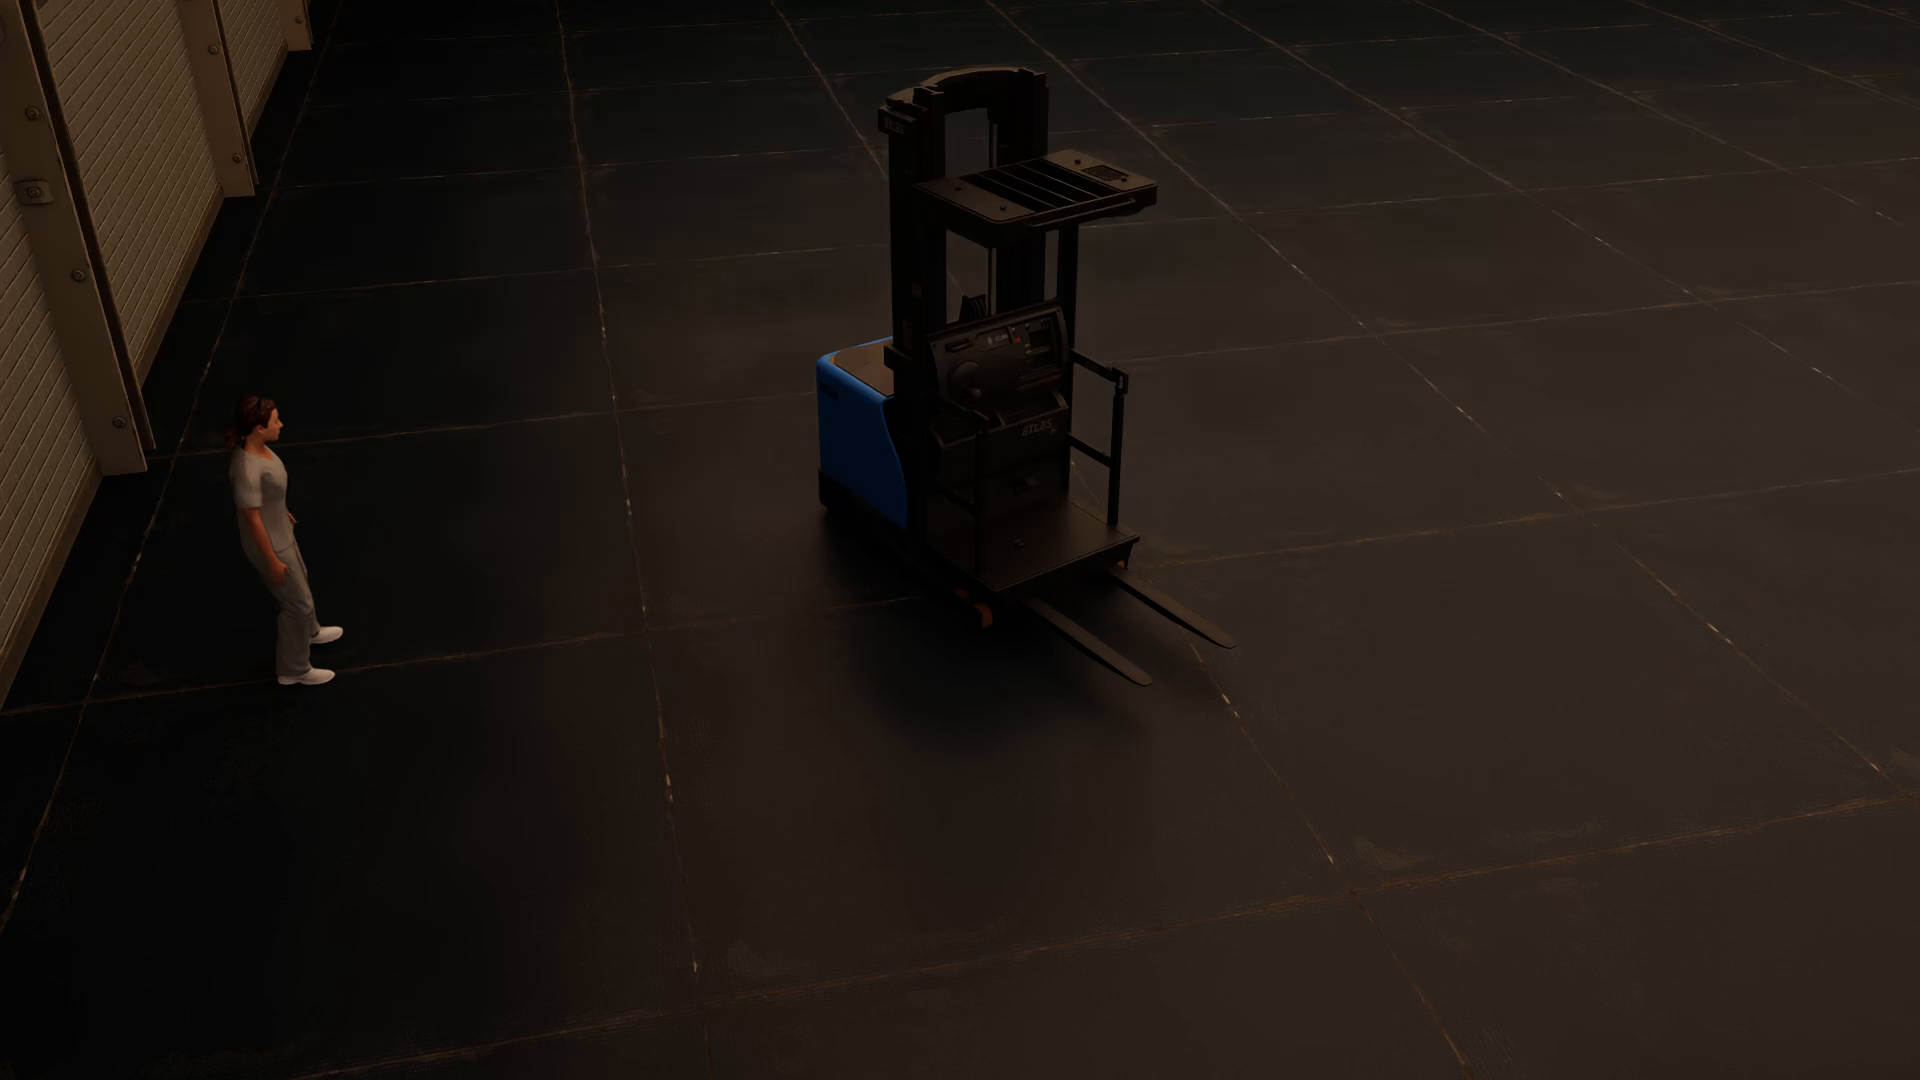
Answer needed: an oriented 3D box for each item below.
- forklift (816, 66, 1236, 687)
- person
[{"bbox_3d":[0.355,-1.021,9.338,1.130,2.935,3.031,-20,35,-30],"label":"forklift"},{"bbox_3d":[-3.619,-0.010,8.861,0.377,1.663,0.624,-11,32,-18],"label":"person"}]
